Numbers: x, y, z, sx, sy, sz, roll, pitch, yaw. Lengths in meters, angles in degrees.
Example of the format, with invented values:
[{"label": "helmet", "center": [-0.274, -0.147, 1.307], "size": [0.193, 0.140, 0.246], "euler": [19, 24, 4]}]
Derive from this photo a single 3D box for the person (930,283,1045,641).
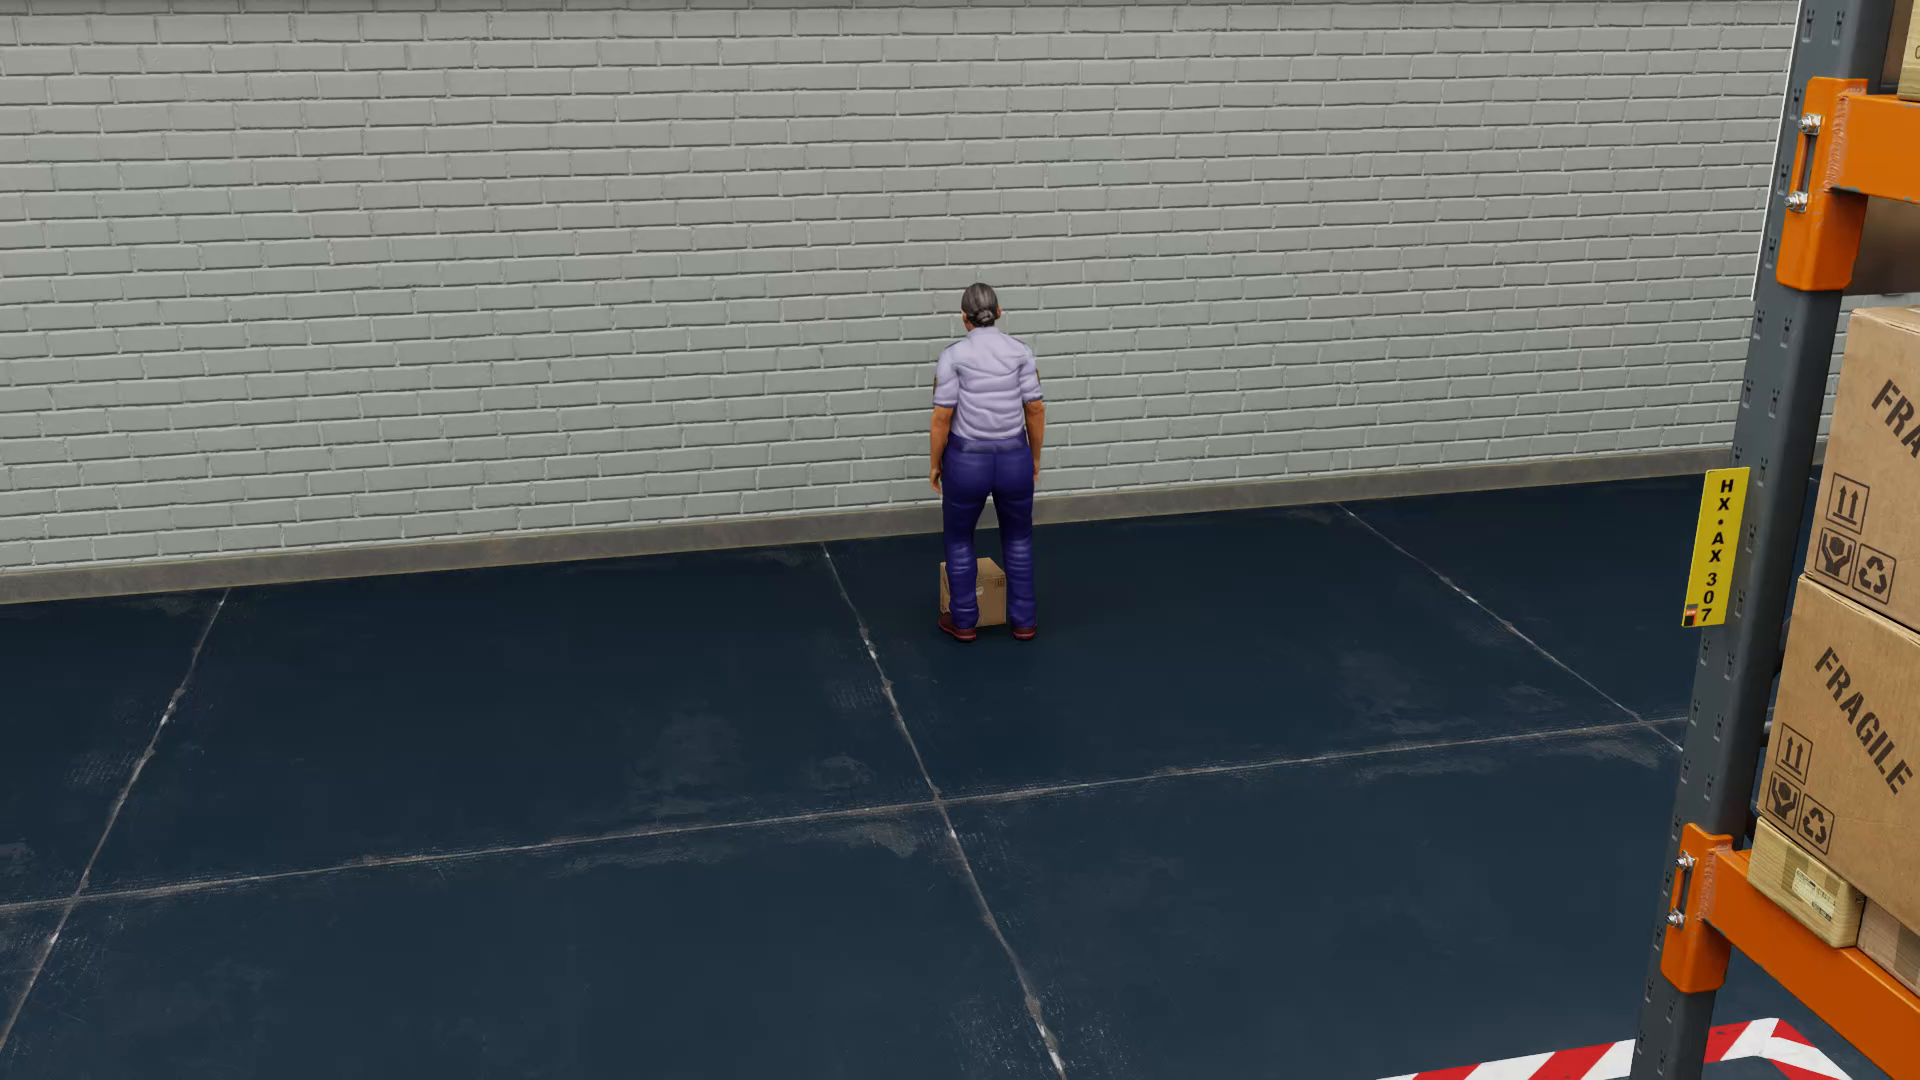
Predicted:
[{"label": "person", "center": [0.119, -0.335, 7.516], "size": [0.537, 1.652, 0.415], "euler": [-4, 20, -12]}]
